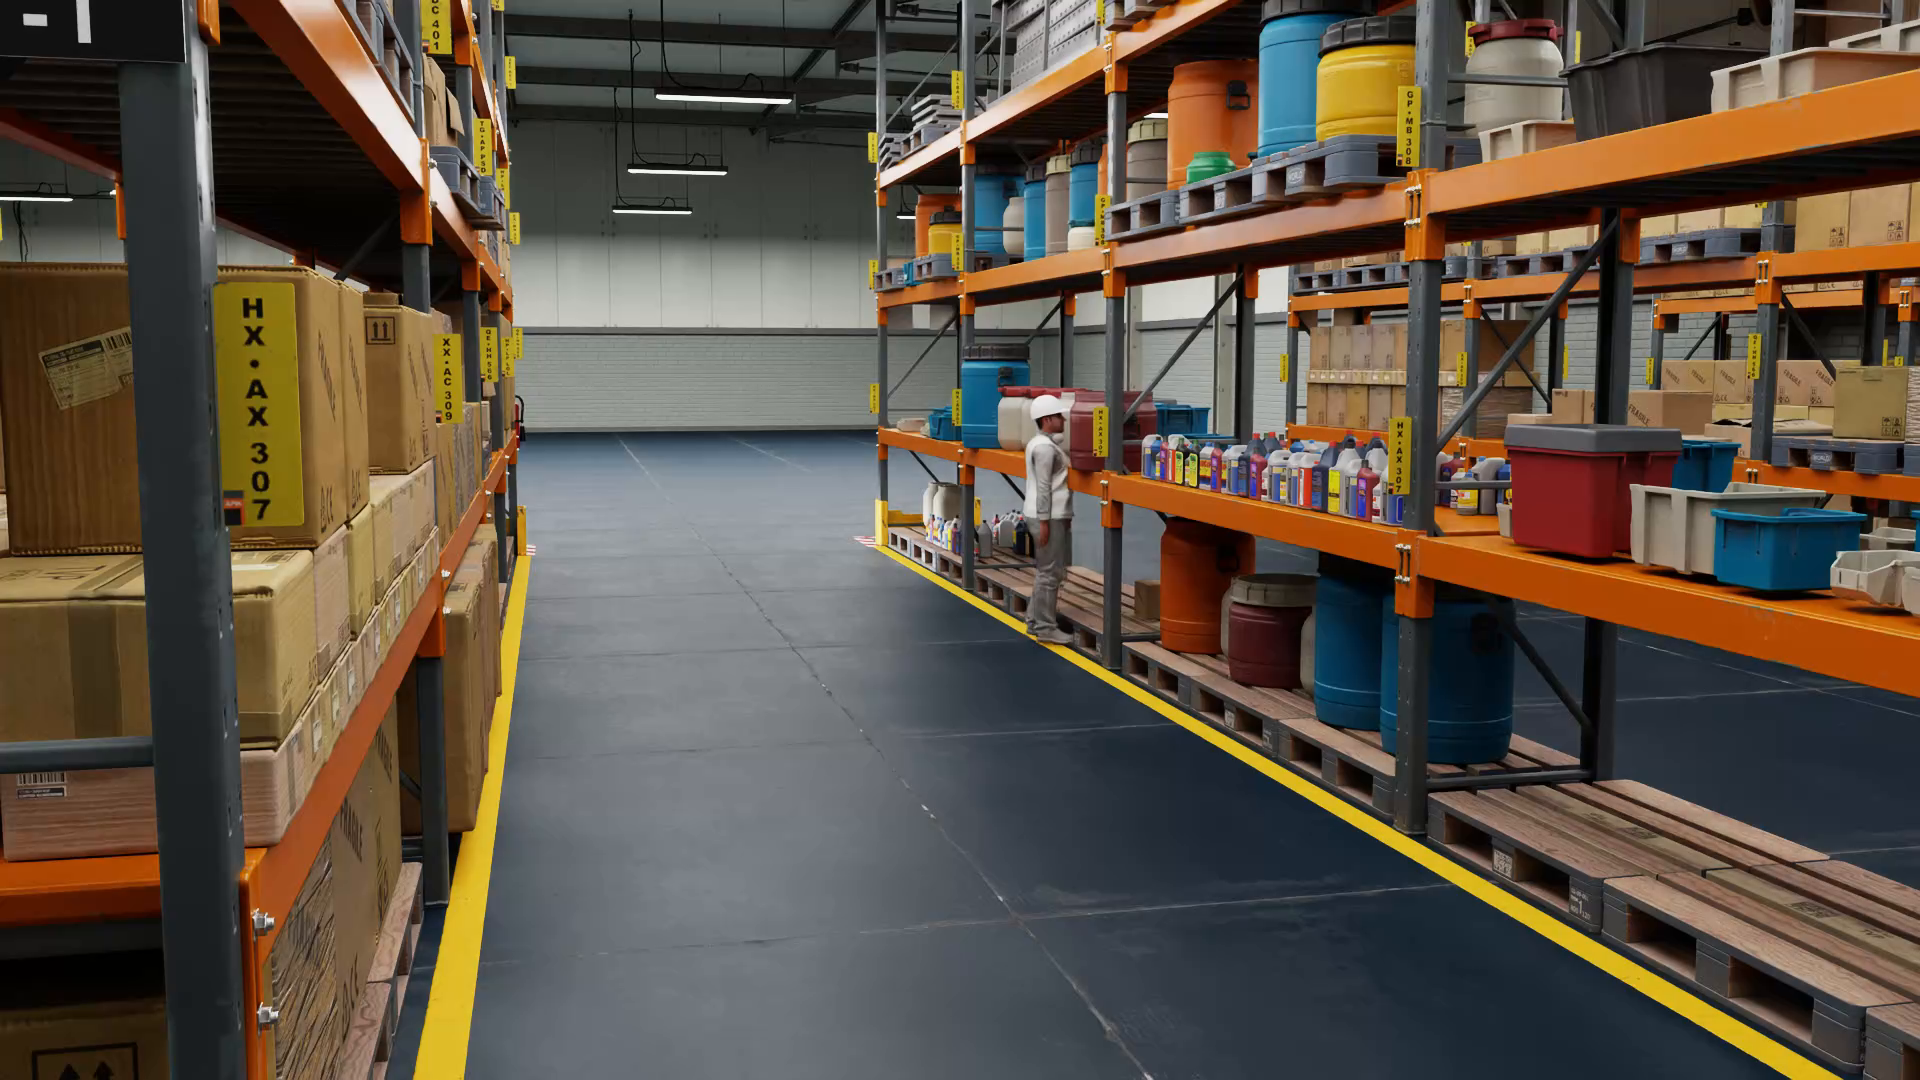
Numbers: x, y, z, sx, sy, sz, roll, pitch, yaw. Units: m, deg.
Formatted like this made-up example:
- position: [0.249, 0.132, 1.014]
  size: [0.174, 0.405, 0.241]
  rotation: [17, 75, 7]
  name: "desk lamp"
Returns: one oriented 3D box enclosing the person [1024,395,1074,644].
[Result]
- position: [0.658, -0.150, 12.019]
  size: [0.388, 1.791, 0.604]
  rotation: [0, 6, -2]
  name: "person"
